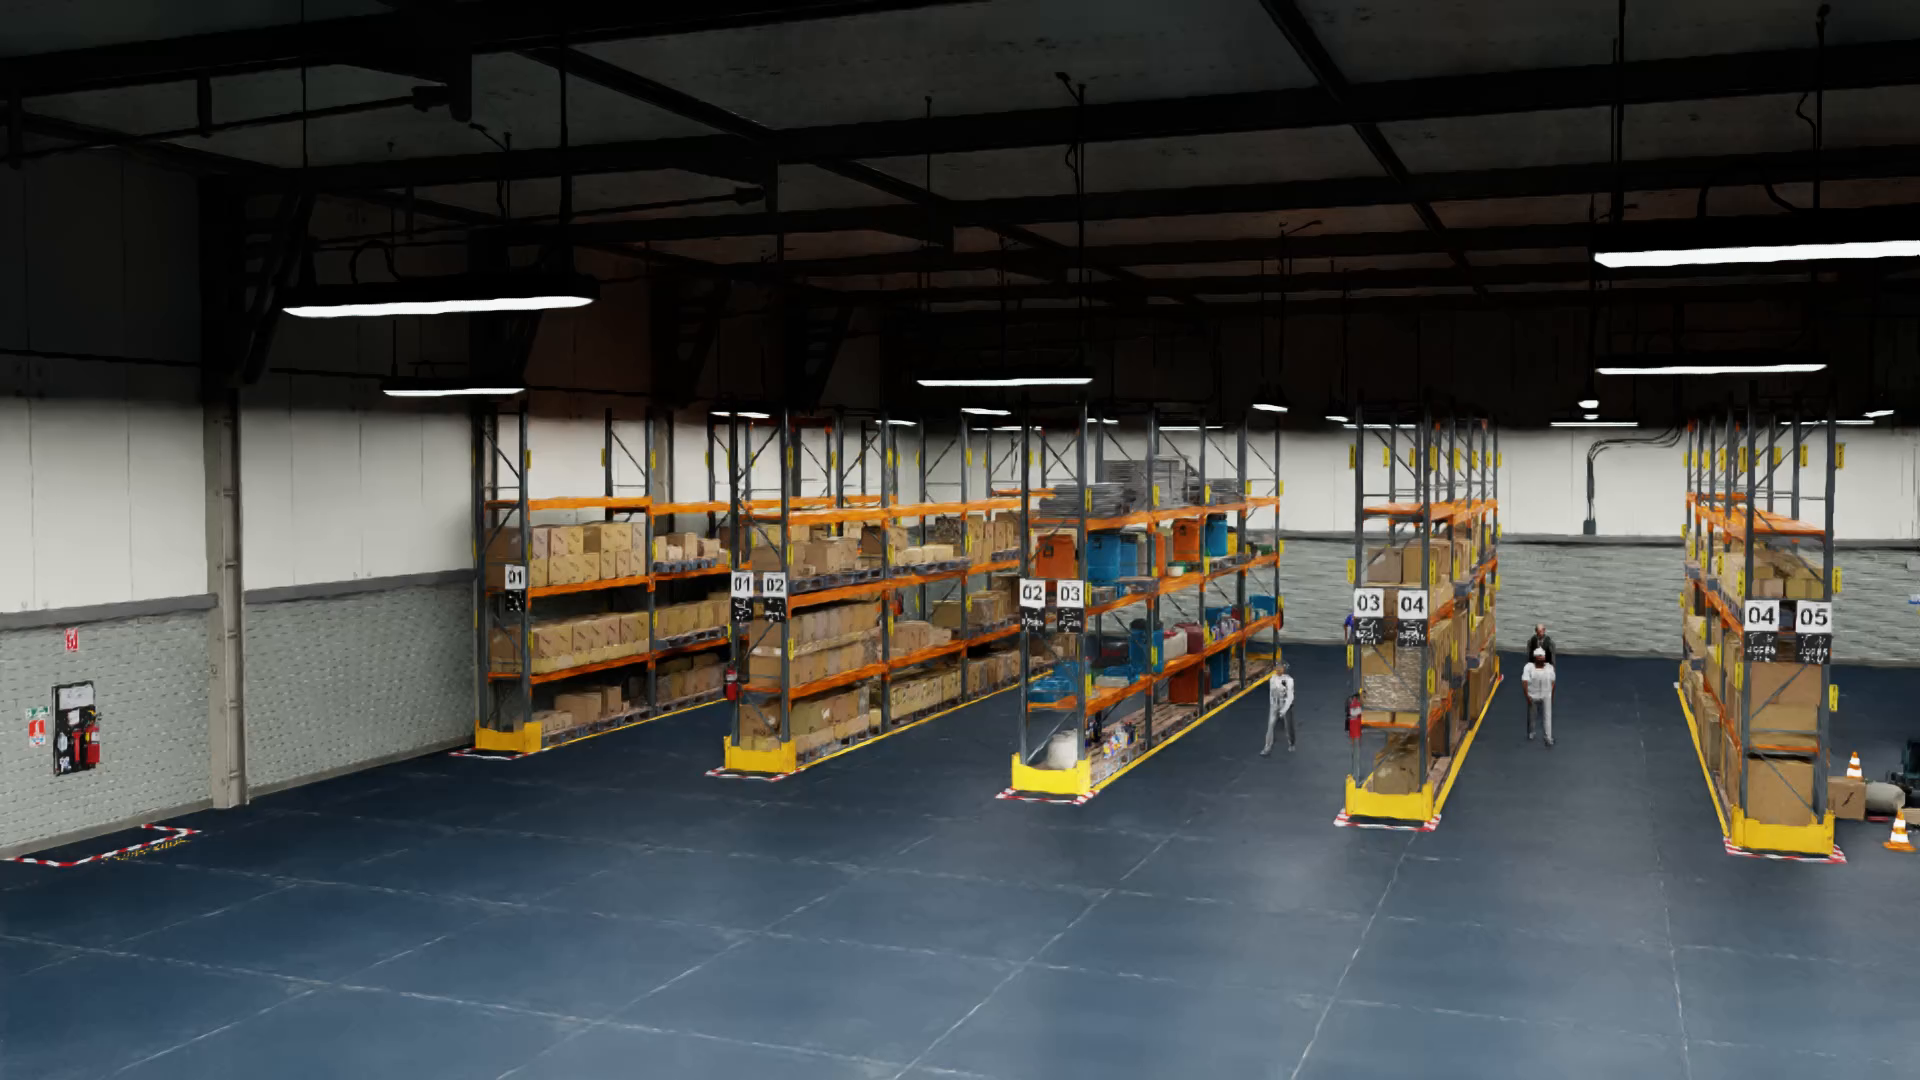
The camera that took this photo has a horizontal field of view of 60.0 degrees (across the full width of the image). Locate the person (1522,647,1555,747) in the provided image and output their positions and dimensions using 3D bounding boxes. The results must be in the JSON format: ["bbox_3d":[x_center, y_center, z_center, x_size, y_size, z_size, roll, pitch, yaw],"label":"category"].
[{"bbox_3d":[10.118,2.724,29.088,0.571,1.706,1.033,1,3,13],"label":"person"}]

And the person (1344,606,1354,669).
[{"bbox_3d":[9.377,2.347,39.389,0.571,1.495,0.513,1,3,18],"label":"person"}]

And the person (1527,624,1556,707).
[{"bbox_3d":[11.777,2.530,33.684,0.553,1.669,1.030,1,3,19],"label":"person"}]

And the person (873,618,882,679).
[{"bbox_3d":[-1.854,2.456,36.592,0.417,1.504,1.037,1,3,23],"label":"person"}]

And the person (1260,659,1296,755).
[{"bbox_3d":[5.425,2.801,28.100,0.482,1.611,0.977,2,3,30],"label":"person"}]
